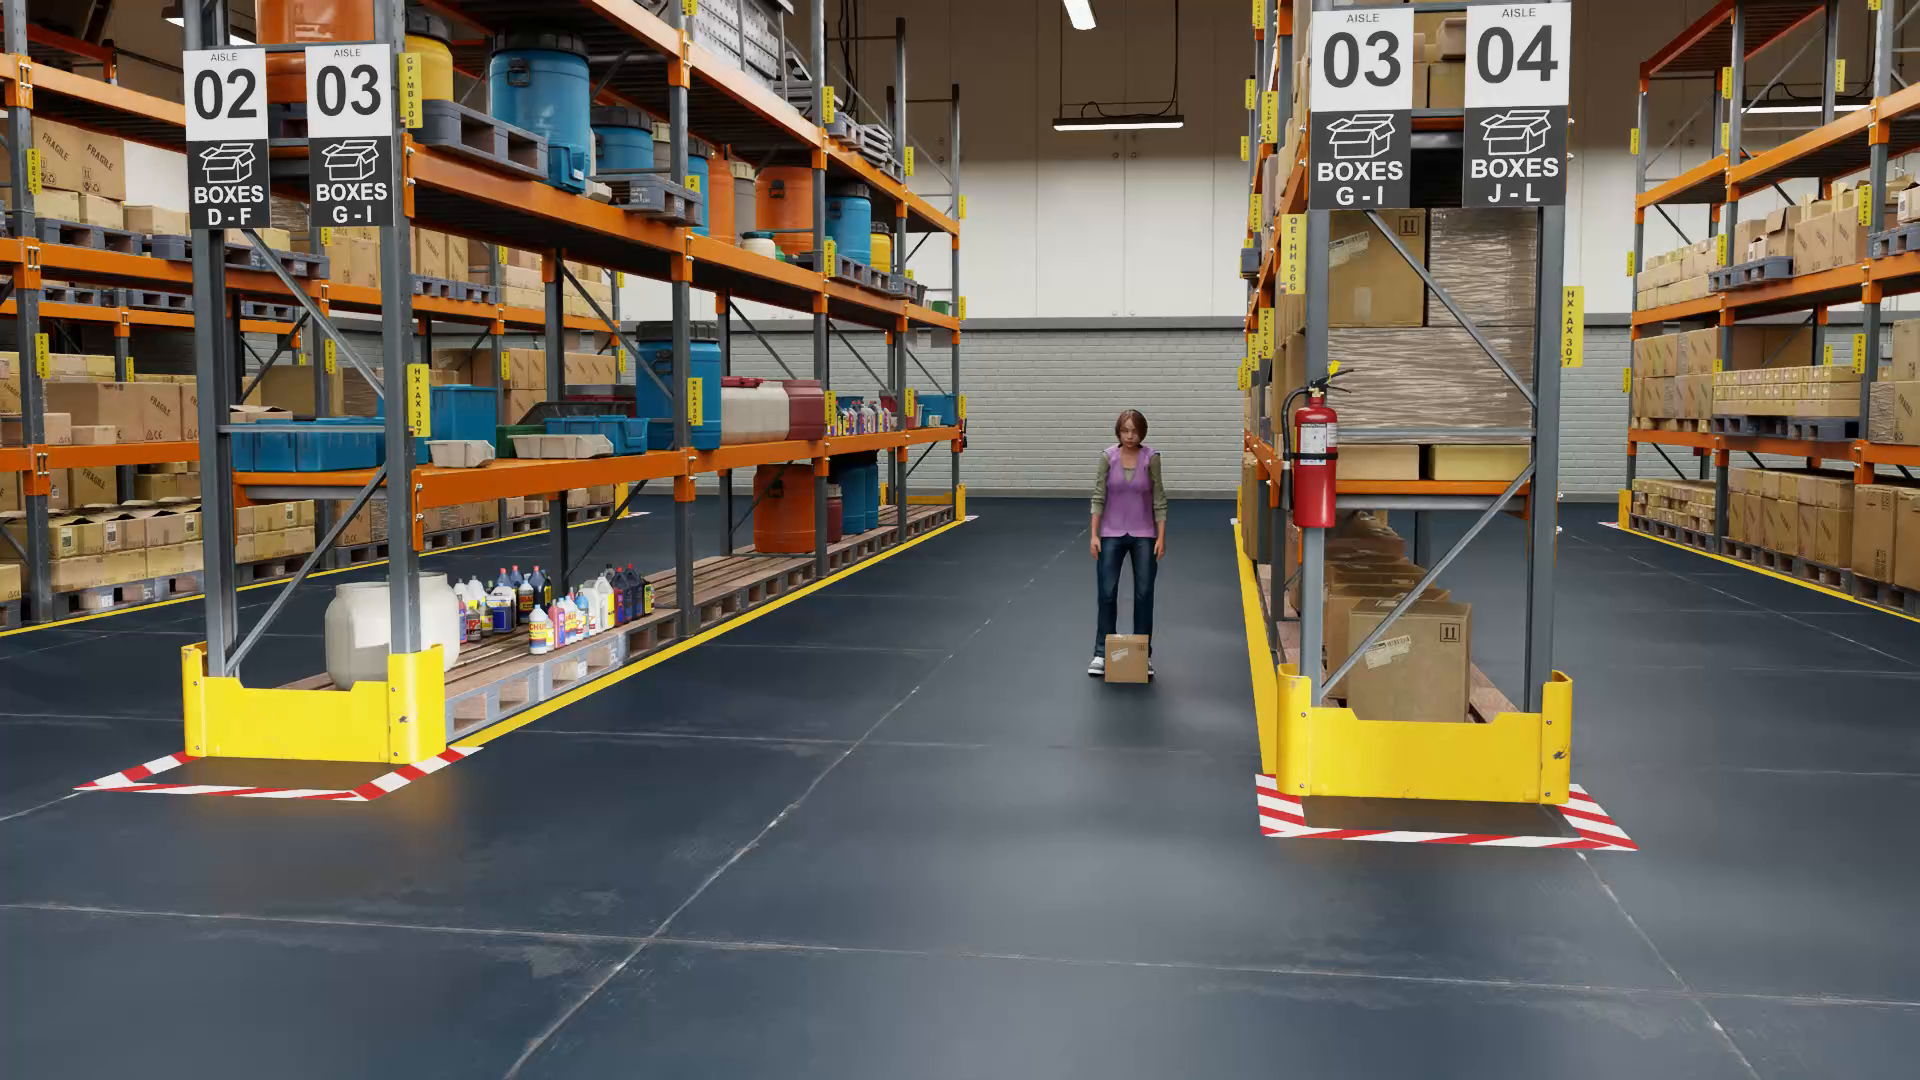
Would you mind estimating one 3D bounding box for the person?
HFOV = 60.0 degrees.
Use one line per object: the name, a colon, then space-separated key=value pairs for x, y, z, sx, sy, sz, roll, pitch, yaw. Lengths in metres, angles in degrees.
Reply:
person: x=1.012 y=0.010 z=9.998 sx=0.462 sy=1.593 sz=0.343 roll=1 pitch=5 yaw=9
